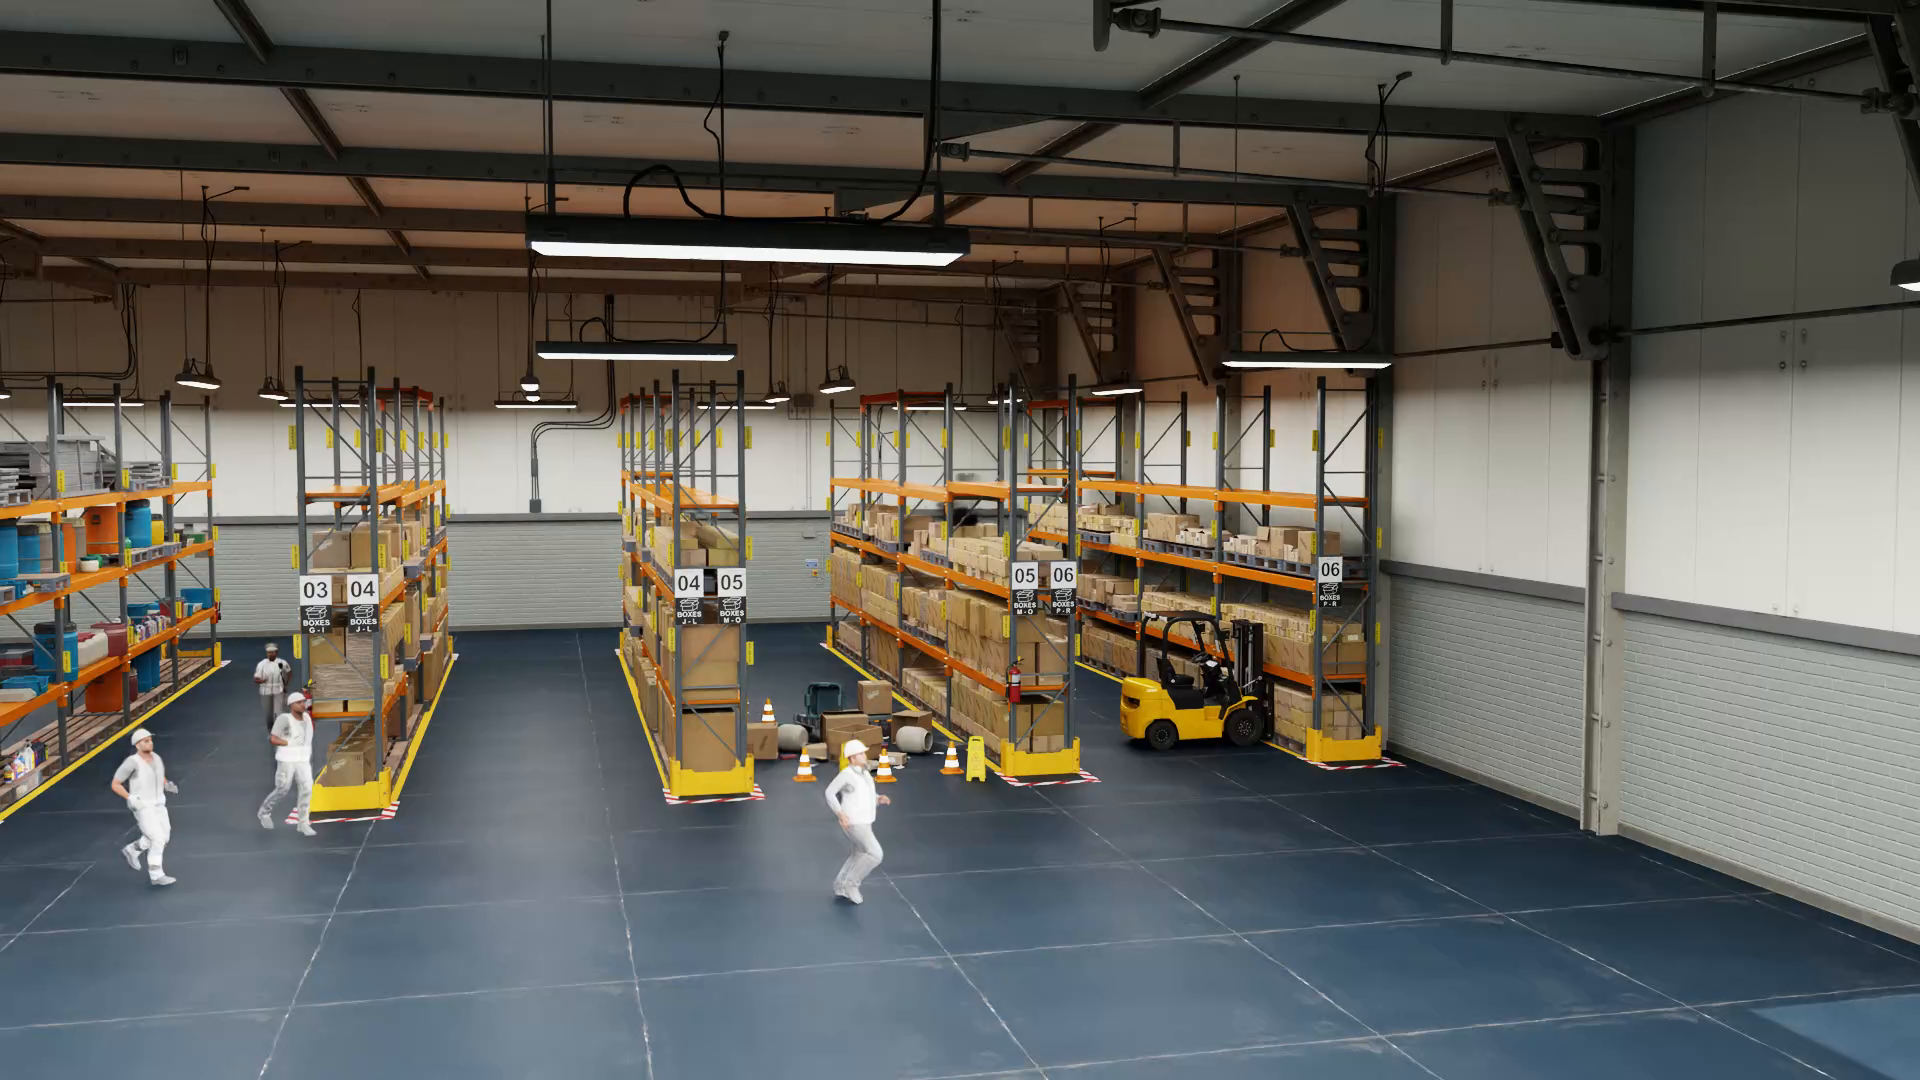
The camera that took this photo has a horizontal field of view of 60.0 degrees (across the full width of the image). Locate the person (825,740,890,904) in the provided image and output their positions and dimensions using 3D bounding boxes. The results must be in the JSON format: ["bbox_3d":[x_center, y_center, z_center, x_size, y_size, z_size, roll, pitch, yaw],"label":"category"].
[{"bbox_3d":[-1.079,3.046,17.982,0.683,1.756,0.632,1,4,18],"label":"person"}]

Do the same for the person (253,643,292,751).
[{"bbox_3d":[-11.176,2.514,27.055,0.581,1.699,0.876,-1,4,-19],"label":"person"}]

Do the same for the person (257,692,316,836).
[{"bbox_3d":[-8.516,2.838,21.228,0.908,1.795,0.688,2,4,28],"label":"person"}]

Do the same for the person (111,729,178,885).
[{"bbox_3d":[-9.211,3.008,18.783,0.786,1.748,0.663,1,4,17],"label":"person"}]
